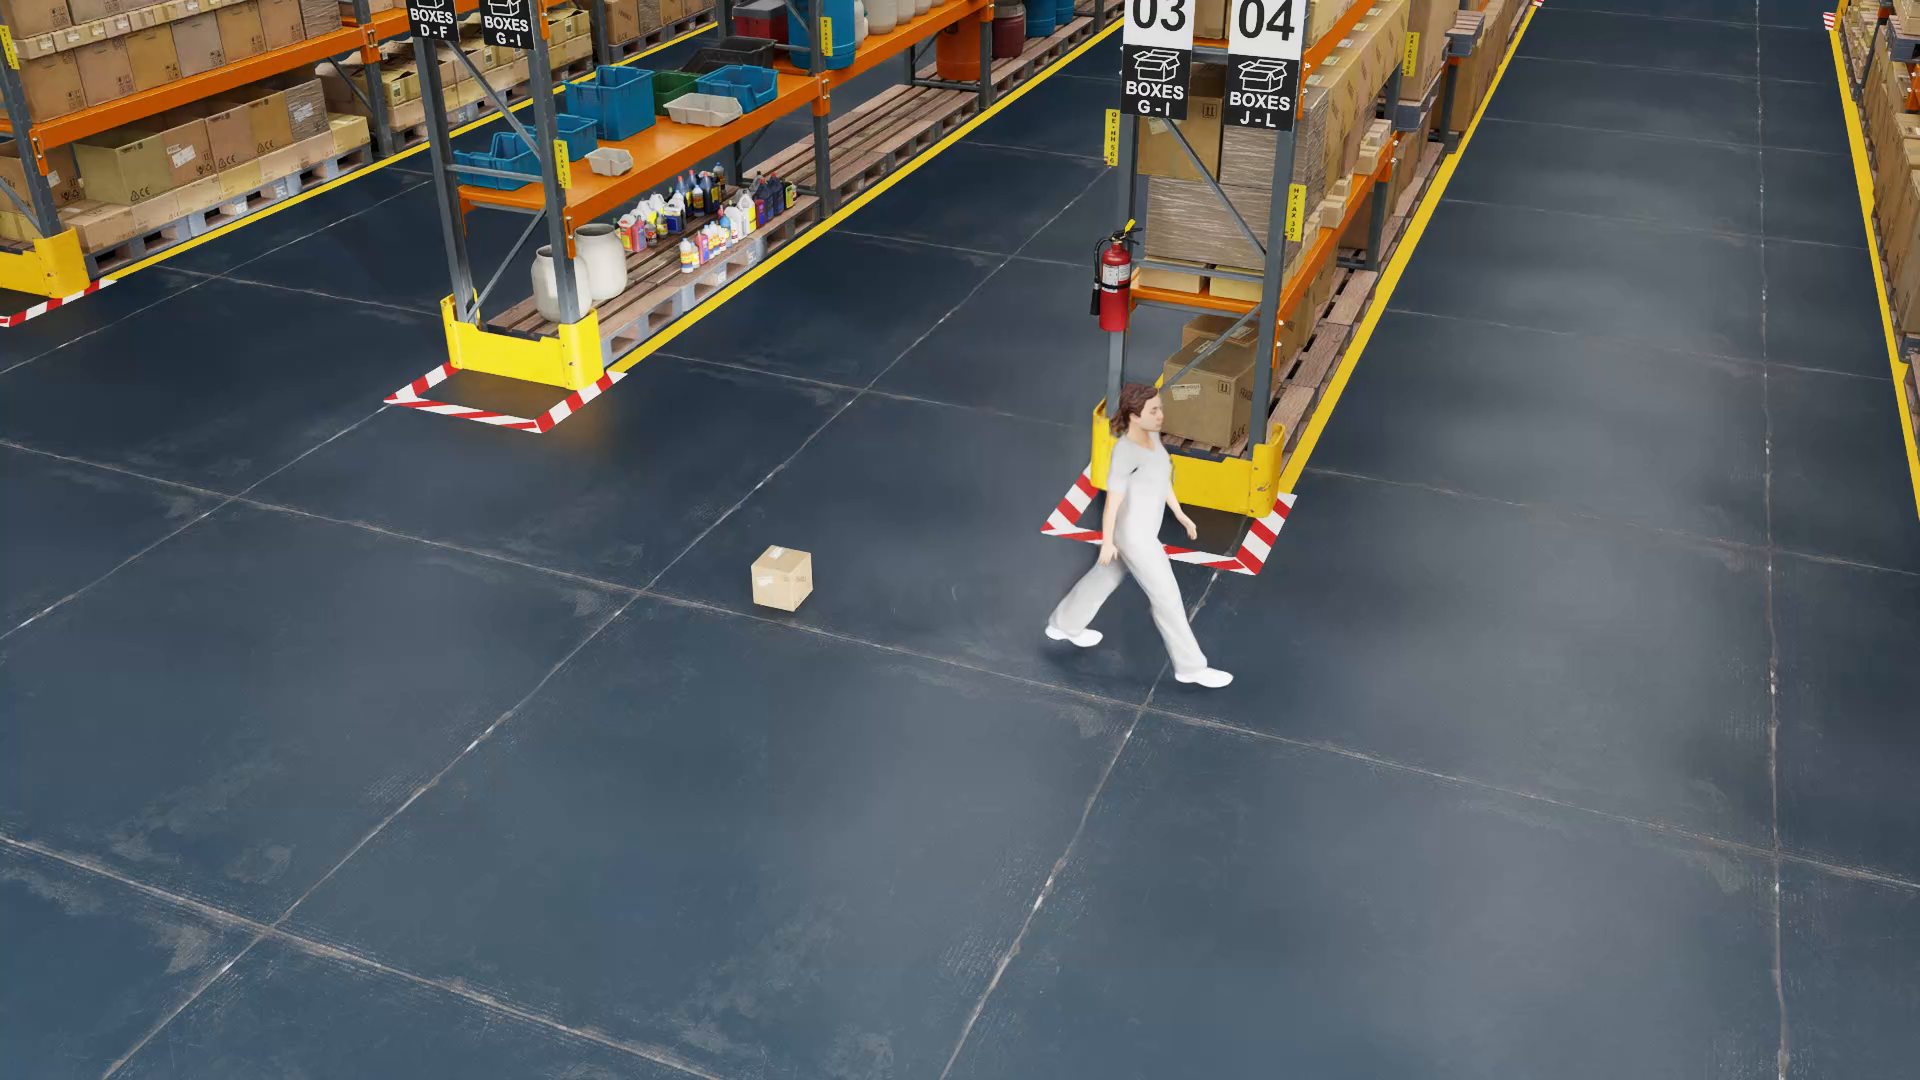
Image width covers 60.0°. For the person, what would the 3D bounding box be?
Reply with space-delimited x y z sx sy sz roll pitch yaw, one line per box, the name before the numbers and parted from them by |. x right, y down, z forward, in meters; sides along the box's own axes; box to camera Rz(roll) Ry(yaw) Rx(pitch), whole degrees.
person | 0.949 -0.054 8.475 1.049 1.610 0.453 10 31 17
